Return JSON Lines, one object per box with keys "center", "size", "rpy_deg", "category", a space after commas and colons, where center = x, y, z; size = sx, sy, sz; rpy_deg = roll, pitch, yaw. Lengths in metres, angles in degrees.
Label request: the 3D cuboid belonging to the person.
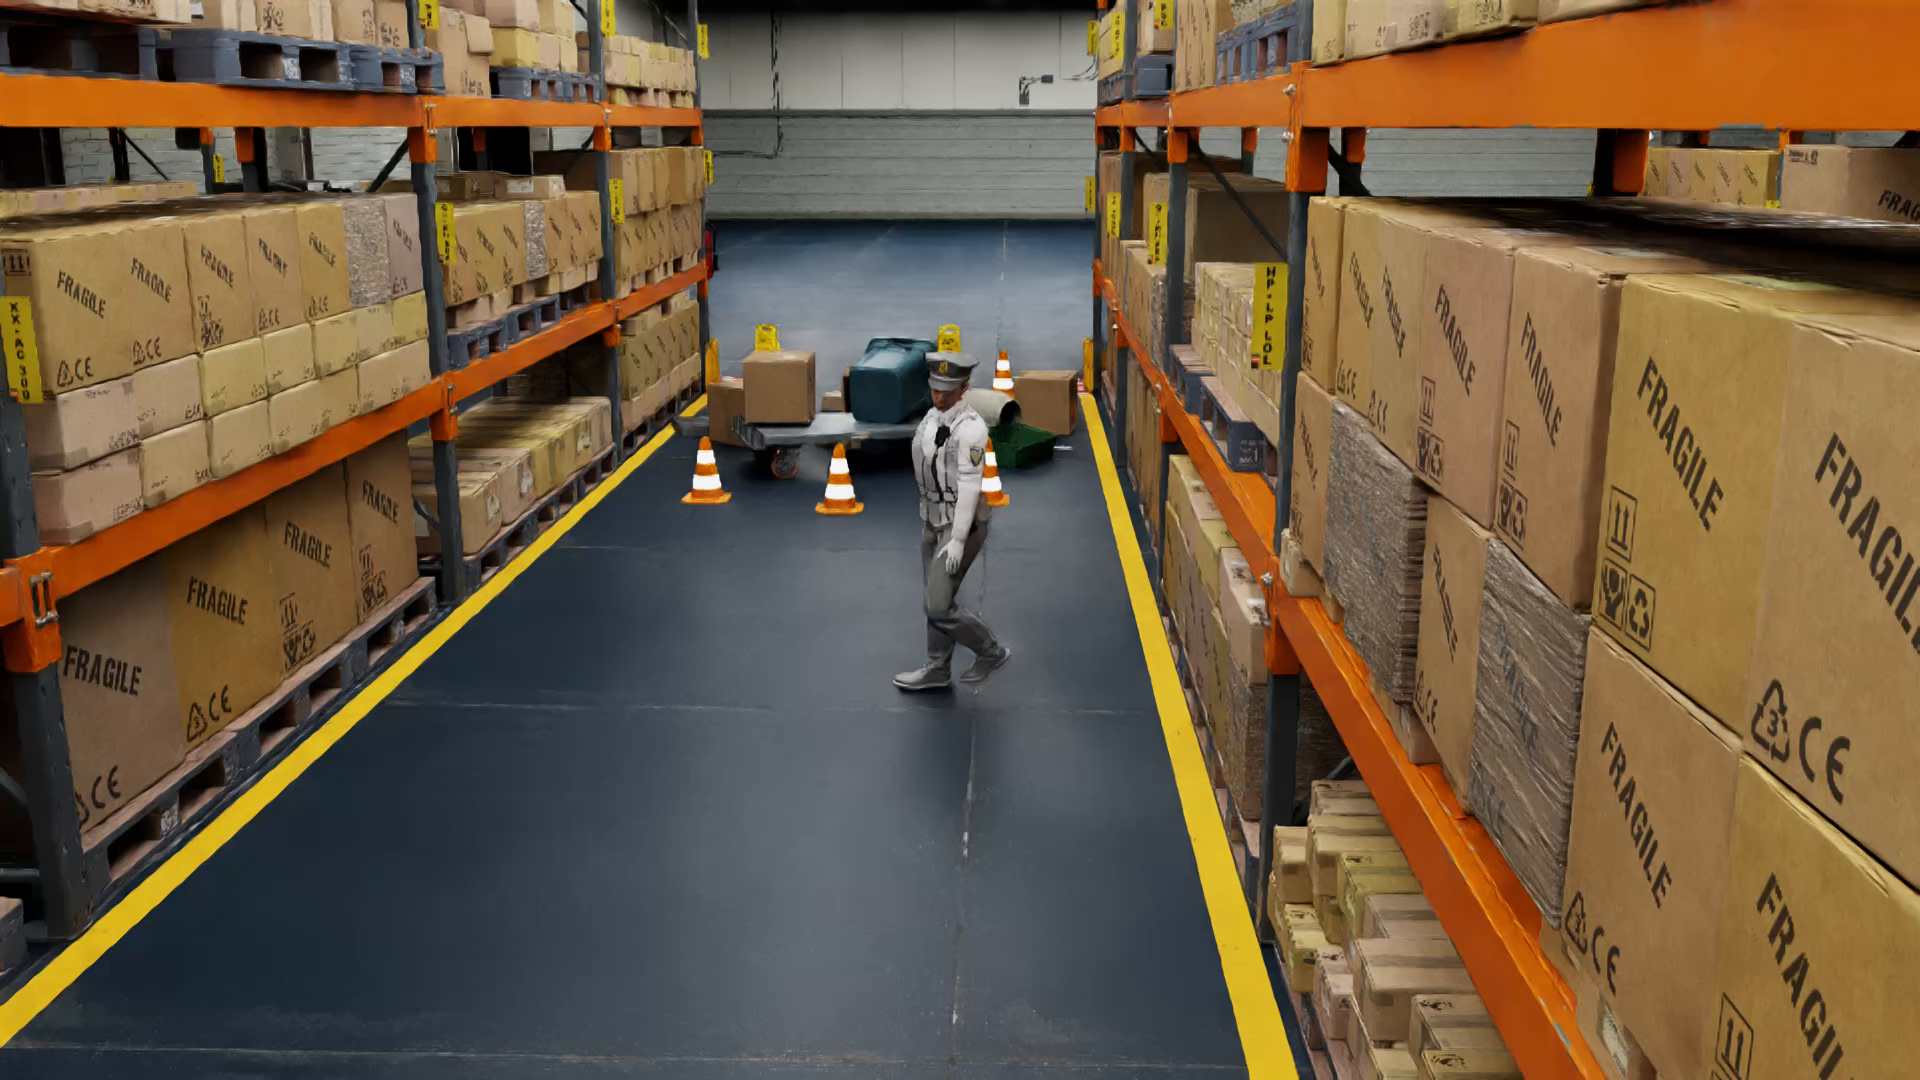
{"center": [-1.219, -0.961, 6.451], "size": [14.602, 2.357, 18.042], "rpy_deg": [-7, 15, -25], "category": "person"}
